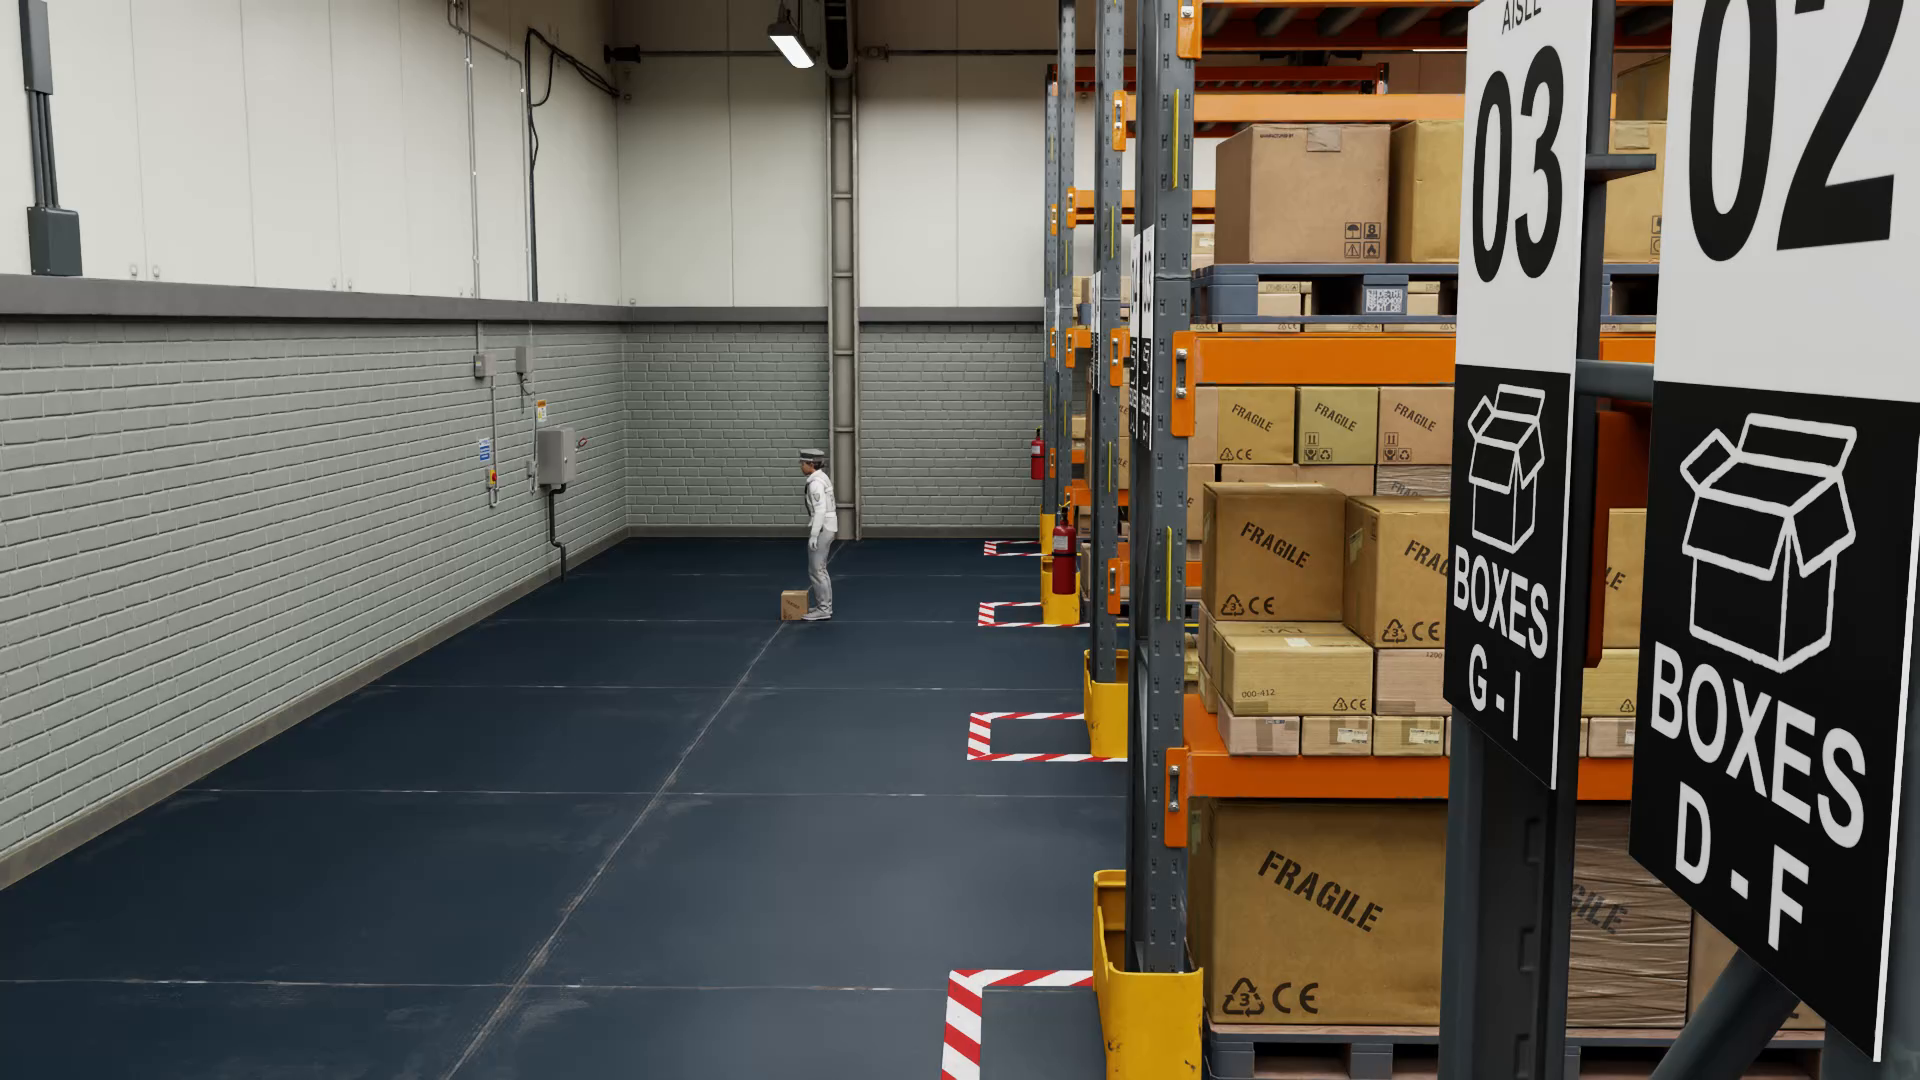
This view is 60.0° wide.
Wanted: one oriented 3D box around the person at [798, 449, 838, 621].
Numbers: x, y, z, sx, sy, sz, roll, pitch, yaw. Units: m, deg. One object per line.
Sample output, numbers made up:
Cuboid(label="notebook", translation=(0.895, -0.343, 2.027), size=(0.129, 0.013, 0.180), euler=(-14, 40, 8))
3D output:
Cuboid(label="person", translation=(-1.383, -0.060, 16.229), size=(0.379, 1.663, 0.533), euler=(0, 7, 1))
